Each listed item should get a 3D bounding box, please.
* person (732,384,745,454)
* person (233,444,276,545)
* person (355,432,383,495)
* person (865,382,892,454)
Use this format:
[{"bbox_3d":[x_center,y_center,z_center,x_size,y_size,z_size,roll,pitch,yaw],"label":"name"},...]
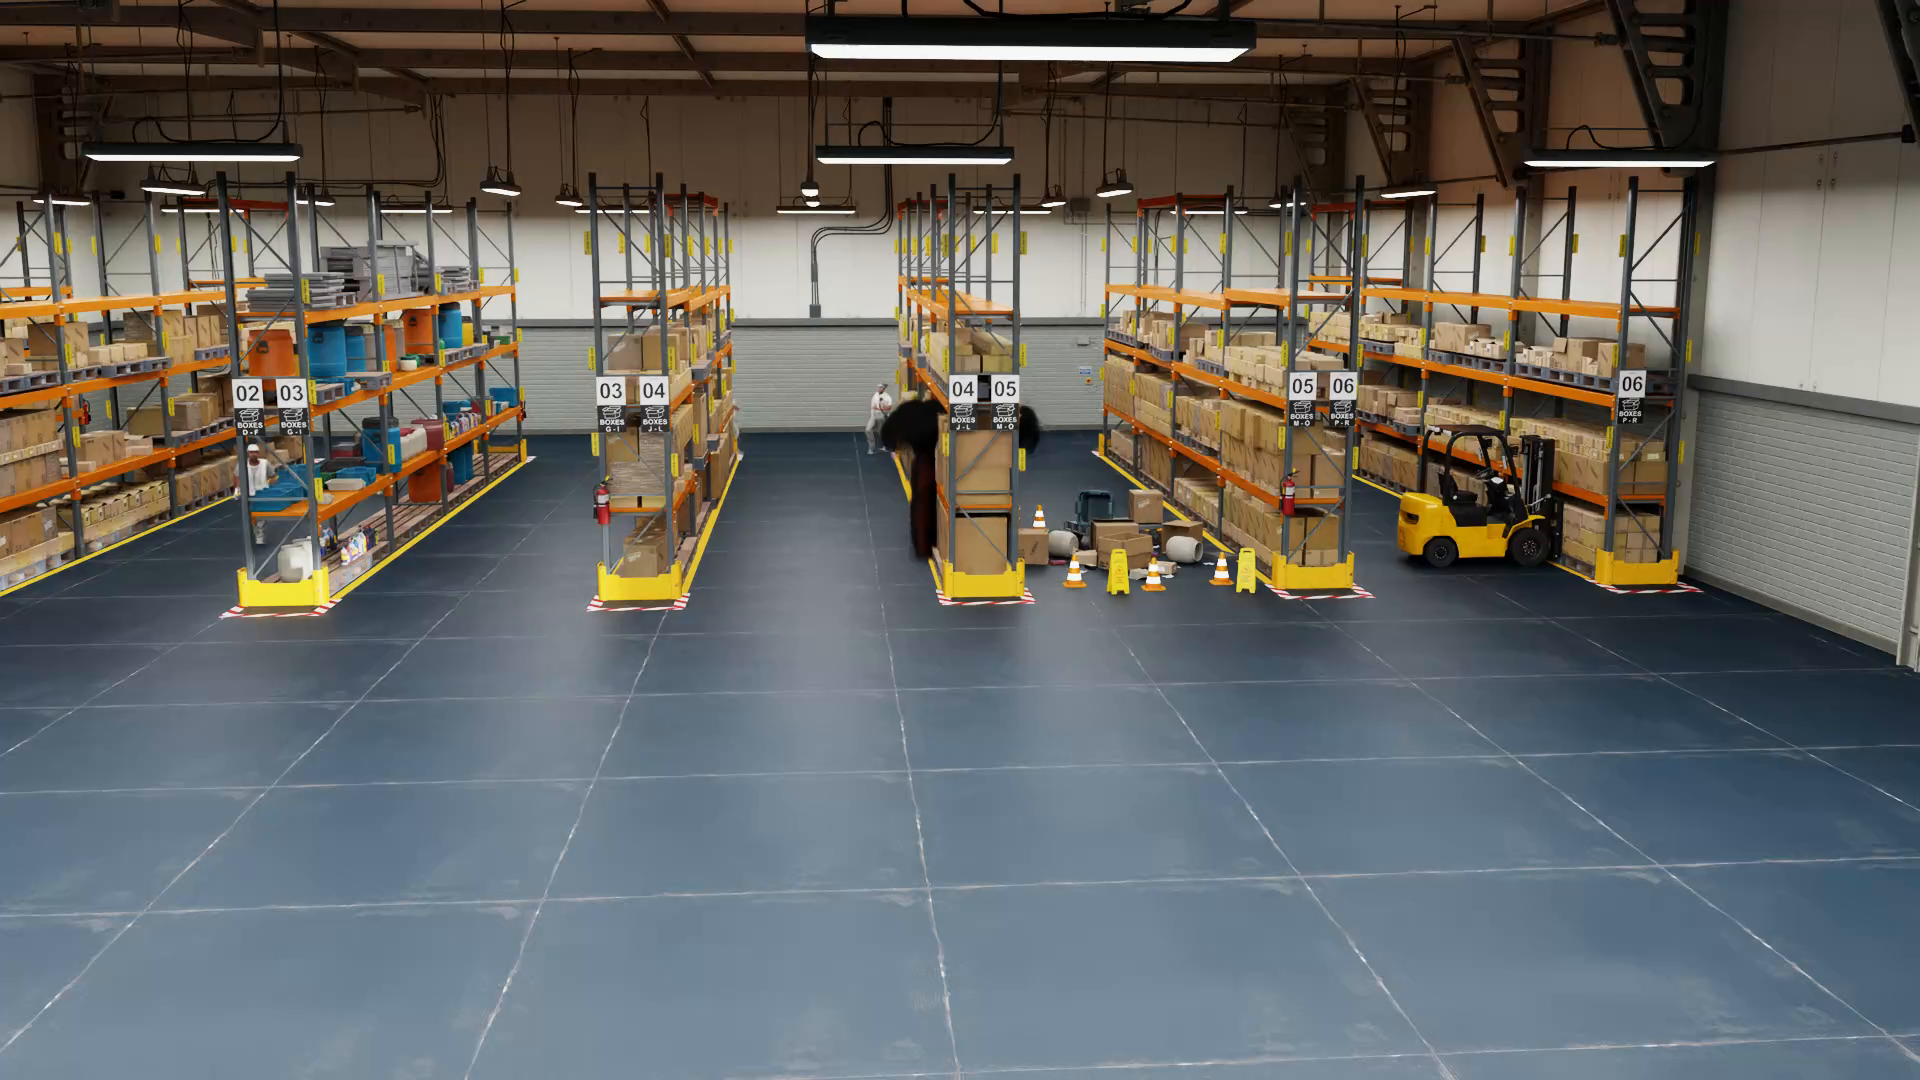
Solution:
[{"bbox_3d":[-5.677,-2.963,40.512,0.875,1.769,0.730,0,10,0],"label":"person"},{"bbox_3d":[-11.936,-0.779,28.168,0.678,1.721,0.636,-4,11,-21],"label":"person"},{"bbox_3d":[-11.863,-1.627,33.544,0.603,1.485,0.893,-2,10,-13],"label":"person"},{"bbox_3d":[-1.929,-2.958,40.522,0.661,1.820,0.703,7,12,33],"label":"person"}]
